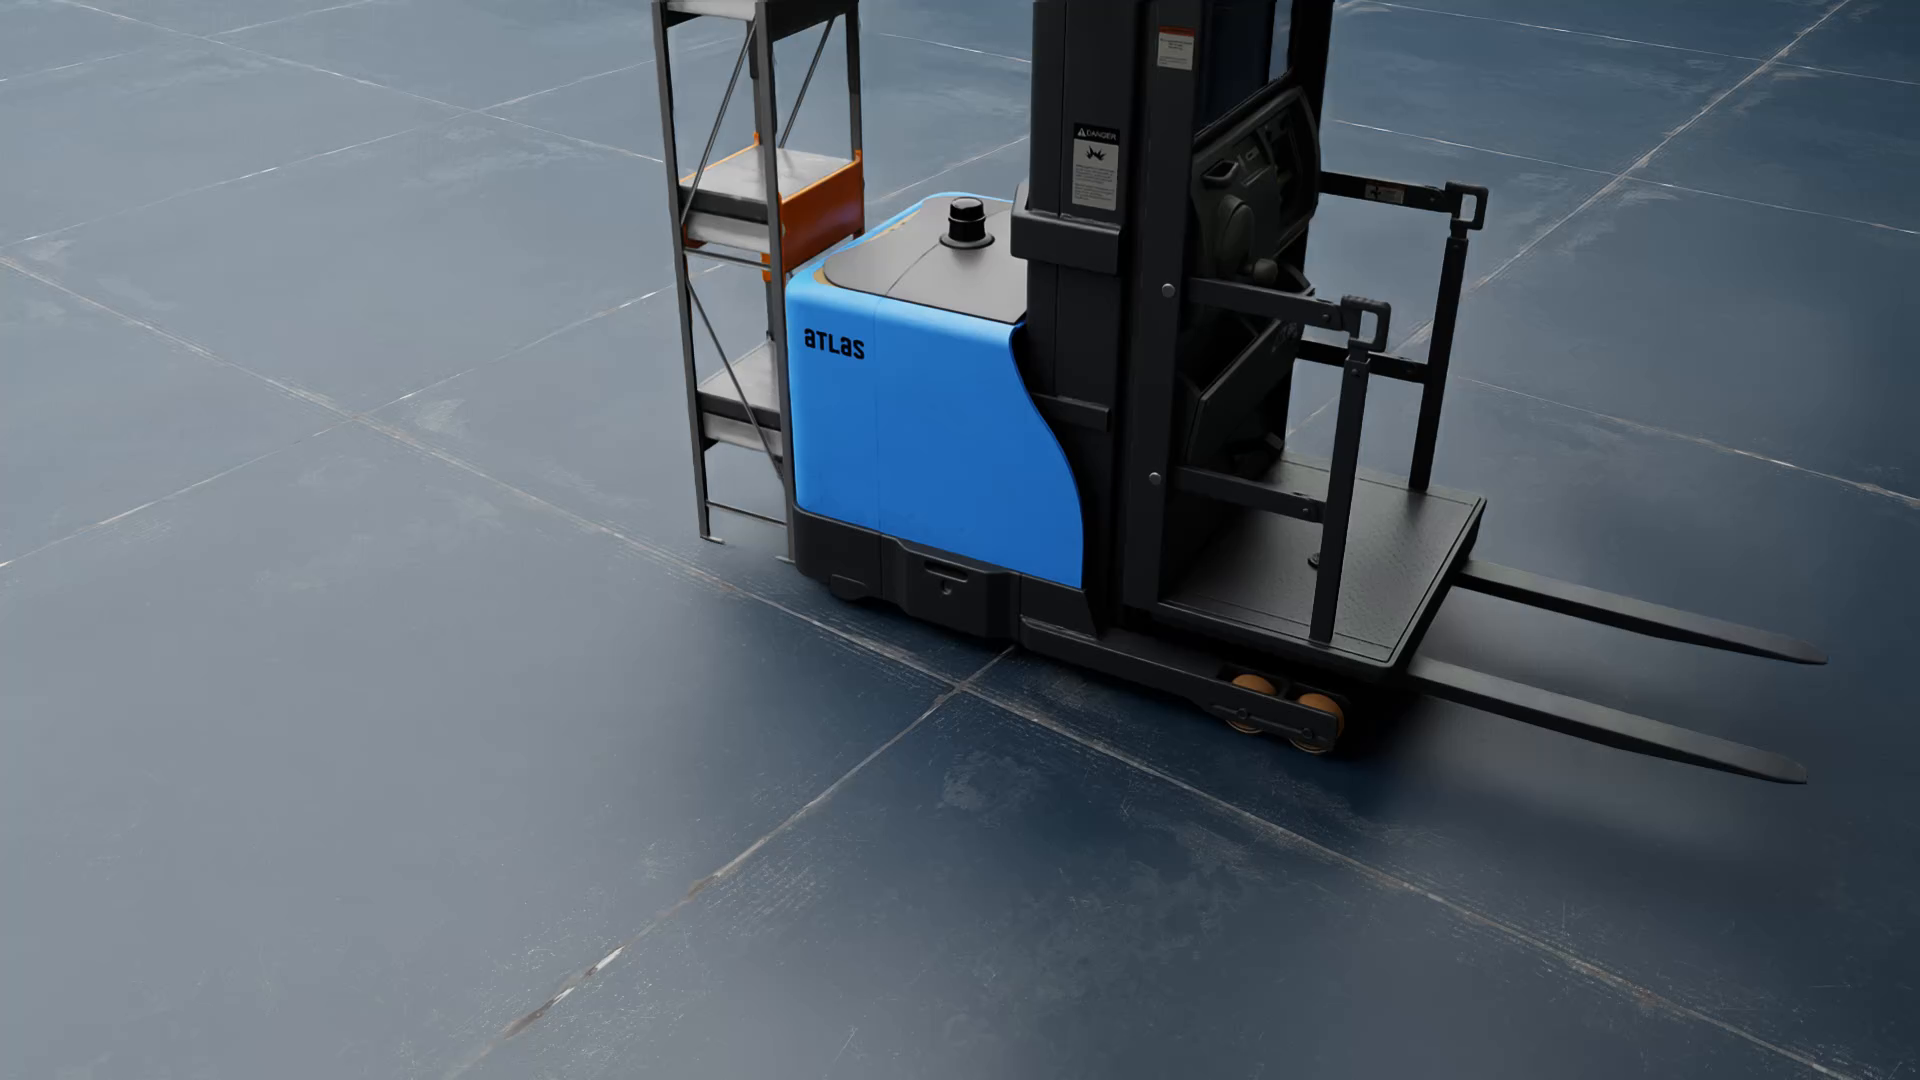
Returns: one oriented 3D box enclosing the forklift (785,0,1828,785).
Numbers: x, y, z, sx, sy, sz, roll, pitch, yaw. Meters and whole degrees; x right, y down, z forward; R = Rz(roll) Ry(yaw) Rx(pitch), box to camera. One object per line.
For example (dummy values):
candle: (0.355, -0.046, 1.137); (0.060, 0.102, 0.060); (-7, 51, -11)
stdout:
forklift: (1.000, -0.965, 4.504); (3.031, 2.935, 1.130); (16, 34, 24)

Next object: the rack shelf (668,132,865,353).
rack shelf: (-0.606, -0.963, 5.342); (0.431, 0.518, 0.480); (15, 34, 24)

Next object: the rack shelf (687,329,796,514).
rack shelf: (-0.606, -0.361, 5.699); (0.431, 0.518, 0.480); (15, 34, 24)

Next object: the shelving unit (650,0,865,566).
shelving unit: (-0.606, -0.975, 5.335); (0.431, 2.100, 0.503); (15, 34, 24)

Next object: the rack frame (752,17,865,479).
rack frame: (-0.492, -1.085, 5.521); (0.400, 2.100, 0.015); (15, 34, 24)

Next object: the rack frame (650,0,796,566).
rack frame: (-0.720, -0.865, 5.150); (0.400, 2.100, 0.015); (15, 34, 24)

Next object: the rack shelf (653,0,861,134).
rack shelf: (-0.606, -1.565, 4.985); (0.431, 0.518, 0.480); (15, 34, 24)
